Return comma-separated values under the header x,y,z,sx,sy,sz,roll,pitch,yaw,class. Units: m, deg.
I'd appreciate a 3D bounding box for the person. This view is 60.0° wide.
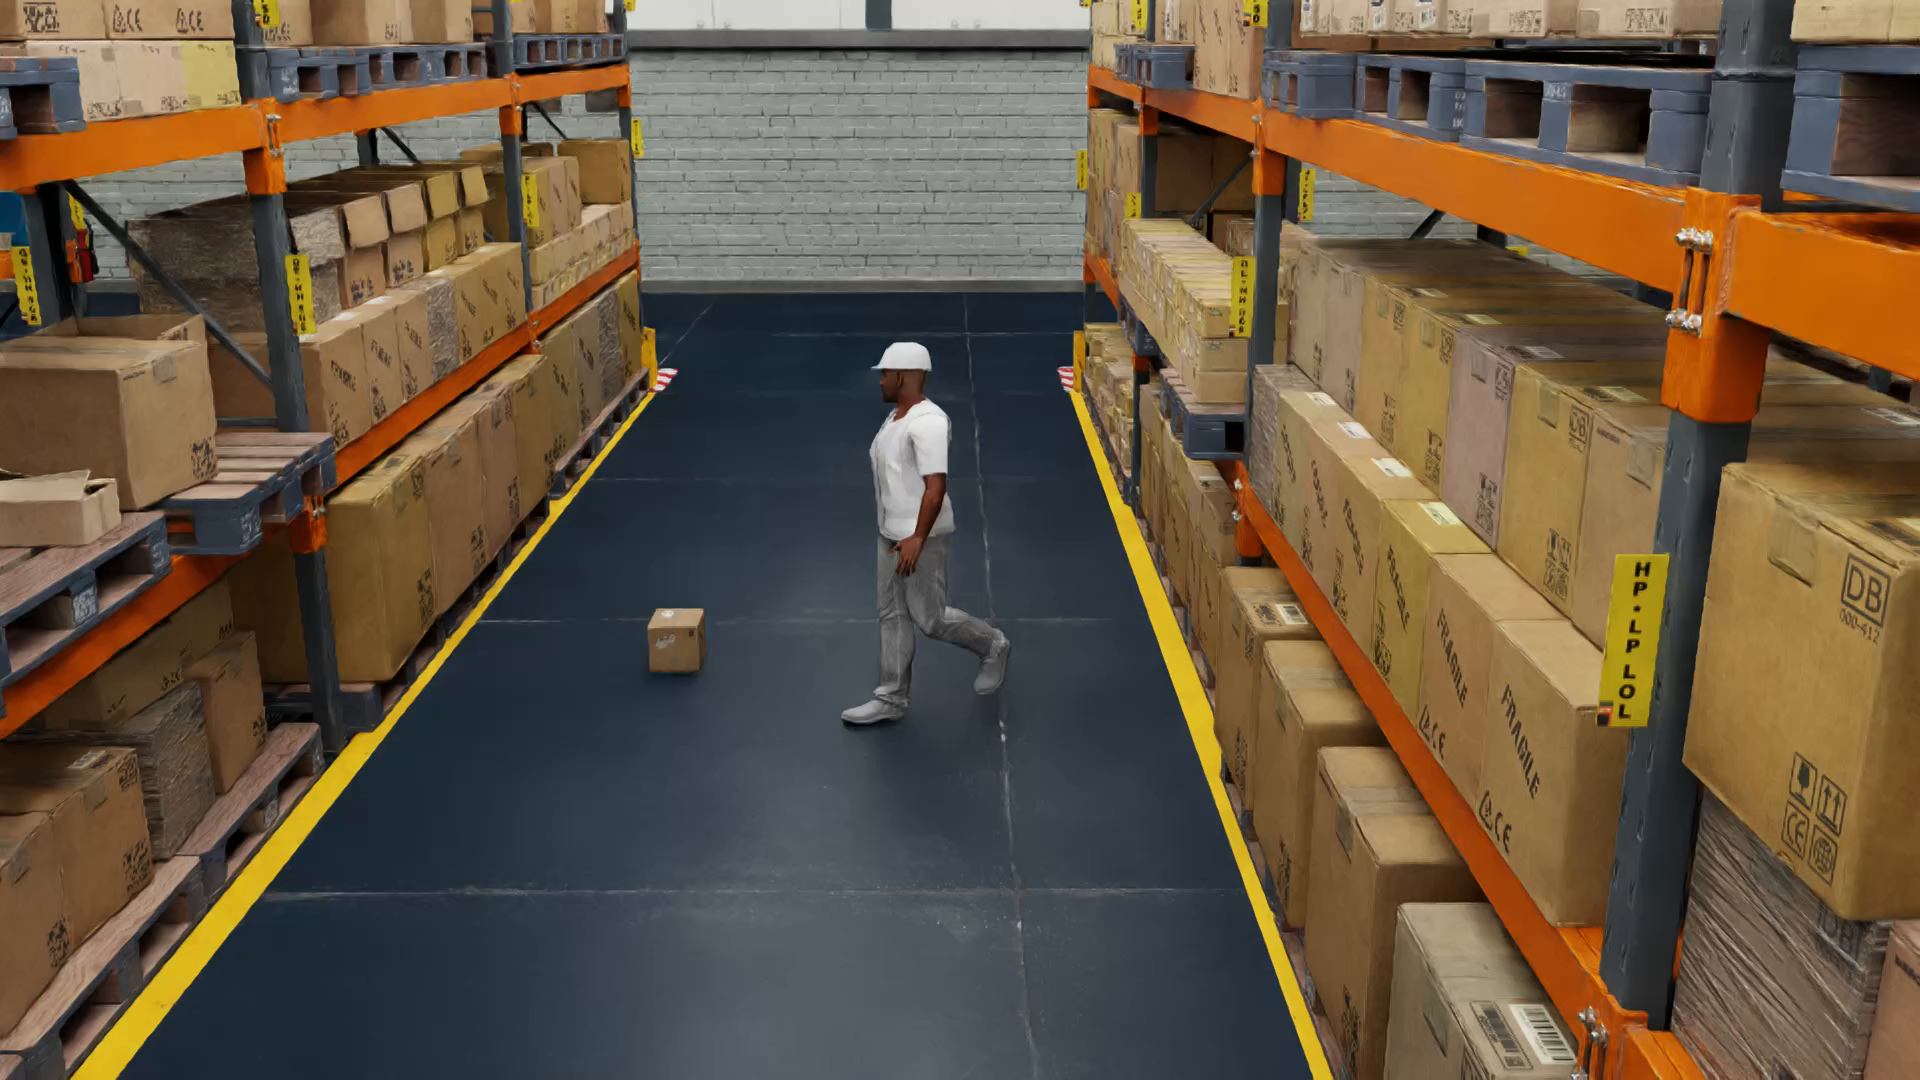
x,y,z,sx,sy,sz,roll,pitch,yaw,class
-0.189,-0.046,7.713,0.870,1.731,0.609,-7,18,-22,person
